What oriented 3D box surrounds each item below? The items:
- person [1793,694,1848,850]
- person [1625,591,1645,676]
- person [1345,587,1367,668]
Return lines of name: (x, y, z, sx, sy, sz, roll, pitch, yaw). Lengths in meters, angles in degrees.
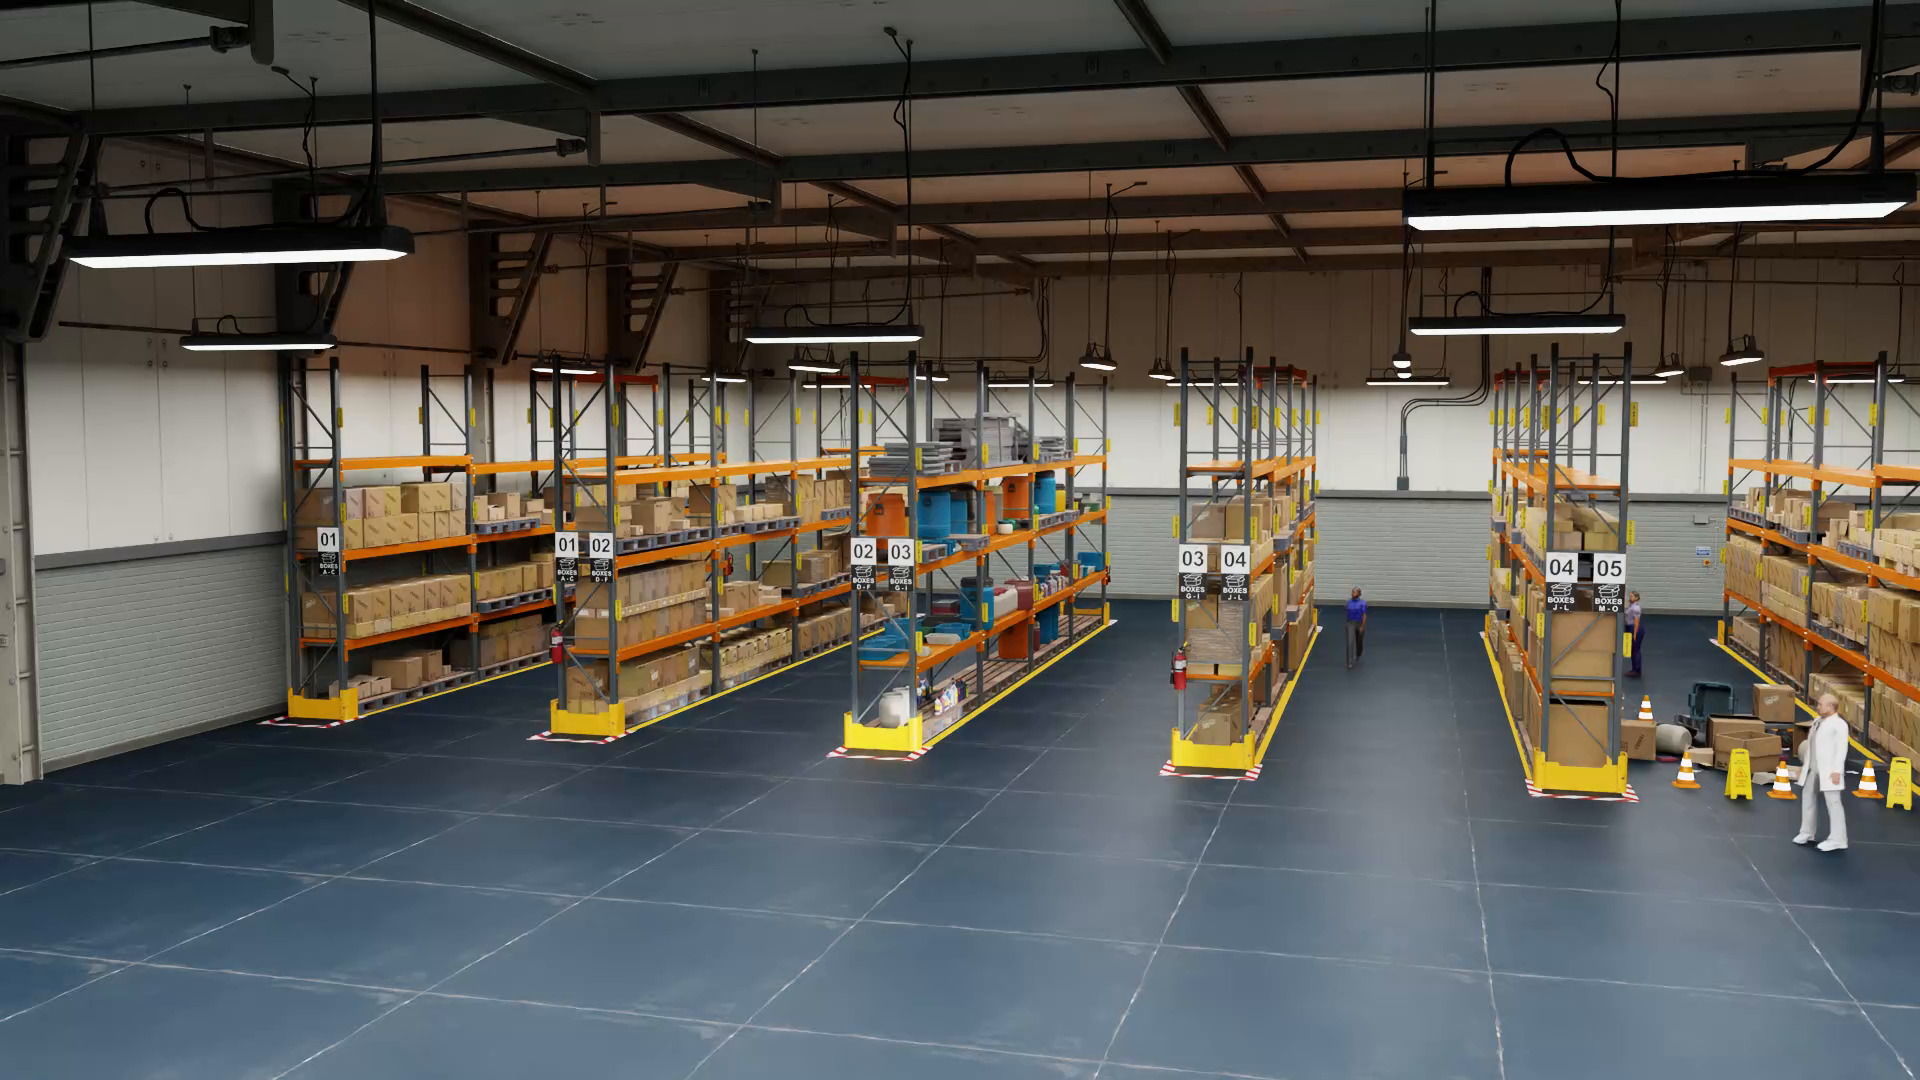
person: (10.054, 2.682, 19.436, 0.483, 1.776, 0.621, -2, 5, -23)
person: (13.091, 1.812, 32.305, 0.379, 1.656, 0.522, 2, 5, 30)
person: (7.954, 1.739, 33.434, 0.415, 1.604, 0.952, 1, 4, 10)
